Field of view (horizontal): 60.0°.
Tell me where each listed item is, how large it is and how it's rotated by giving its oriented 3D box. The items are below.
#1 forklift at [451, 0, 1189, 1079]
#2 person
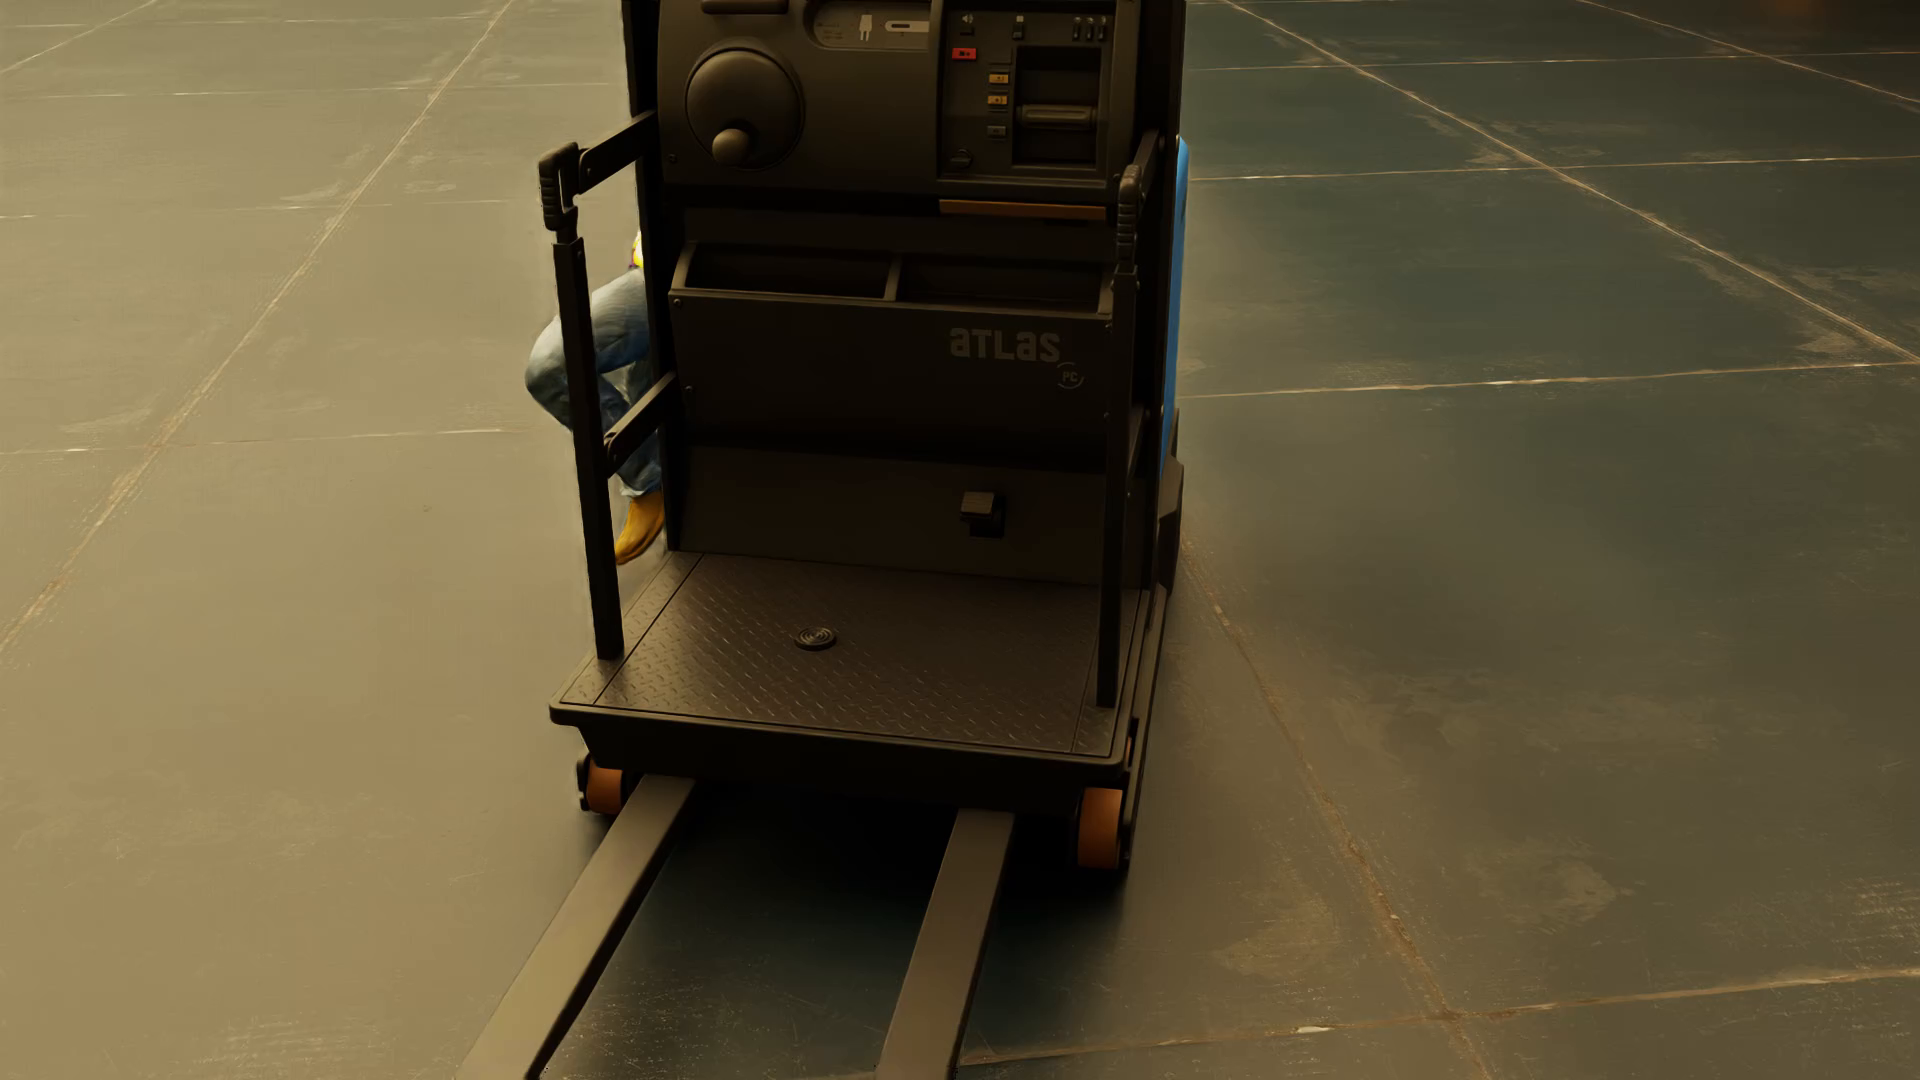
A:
[{"bbox_3d":[-0.161,-0.844,2.981,1.130,2.935,3.031,5,26,9],"label":"forklift"},{"bbox_3d":[-0.664,-0.679,4.091,0.854,1.636,1.156,-5,26,-11],"label":"person"}]
